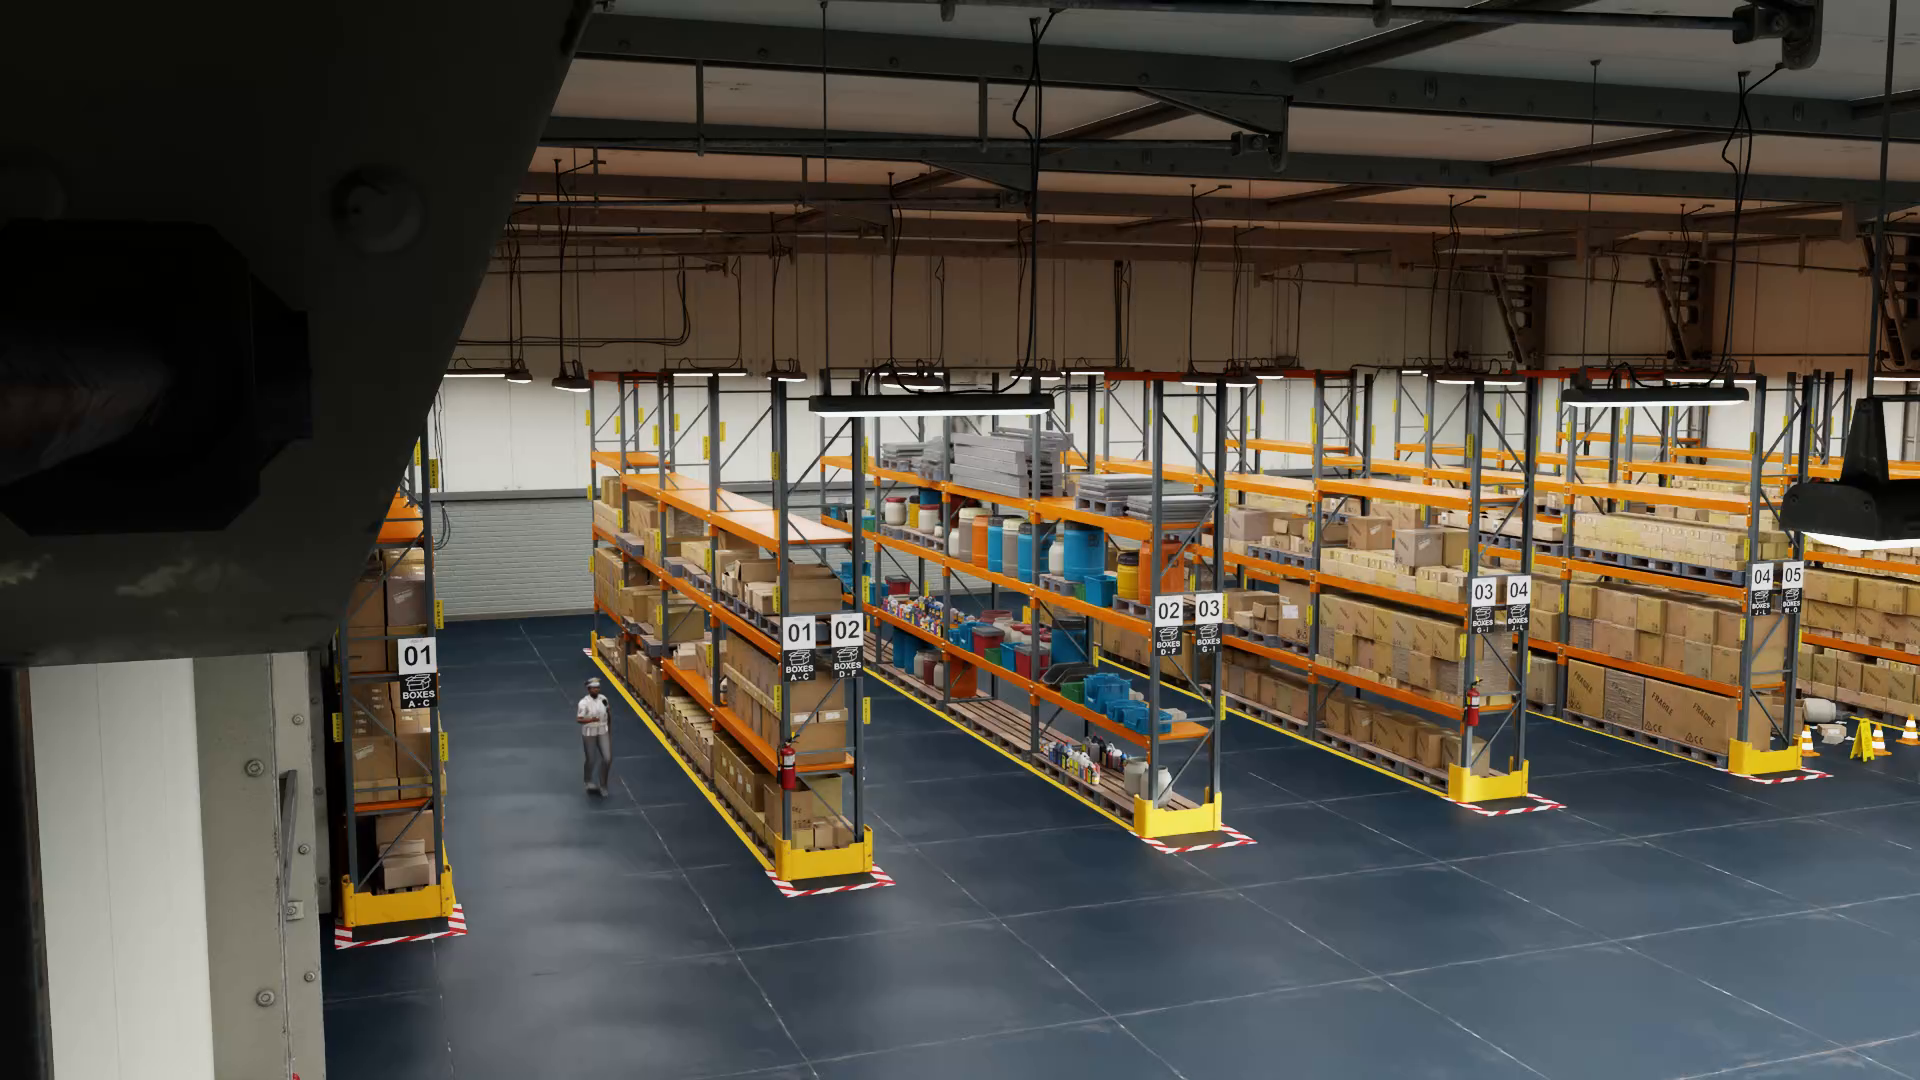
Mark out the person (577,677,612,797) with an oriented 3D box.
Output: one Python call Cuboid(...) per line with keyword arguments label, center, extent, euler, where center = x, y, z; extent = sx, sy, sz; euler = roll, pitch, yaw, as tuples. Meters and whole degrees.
Cuboid(label="person", center=(-5.234, 2.832, 23.925), extent=(0.558, 1.747, 0.698), euler=(-4, 7, -30))
